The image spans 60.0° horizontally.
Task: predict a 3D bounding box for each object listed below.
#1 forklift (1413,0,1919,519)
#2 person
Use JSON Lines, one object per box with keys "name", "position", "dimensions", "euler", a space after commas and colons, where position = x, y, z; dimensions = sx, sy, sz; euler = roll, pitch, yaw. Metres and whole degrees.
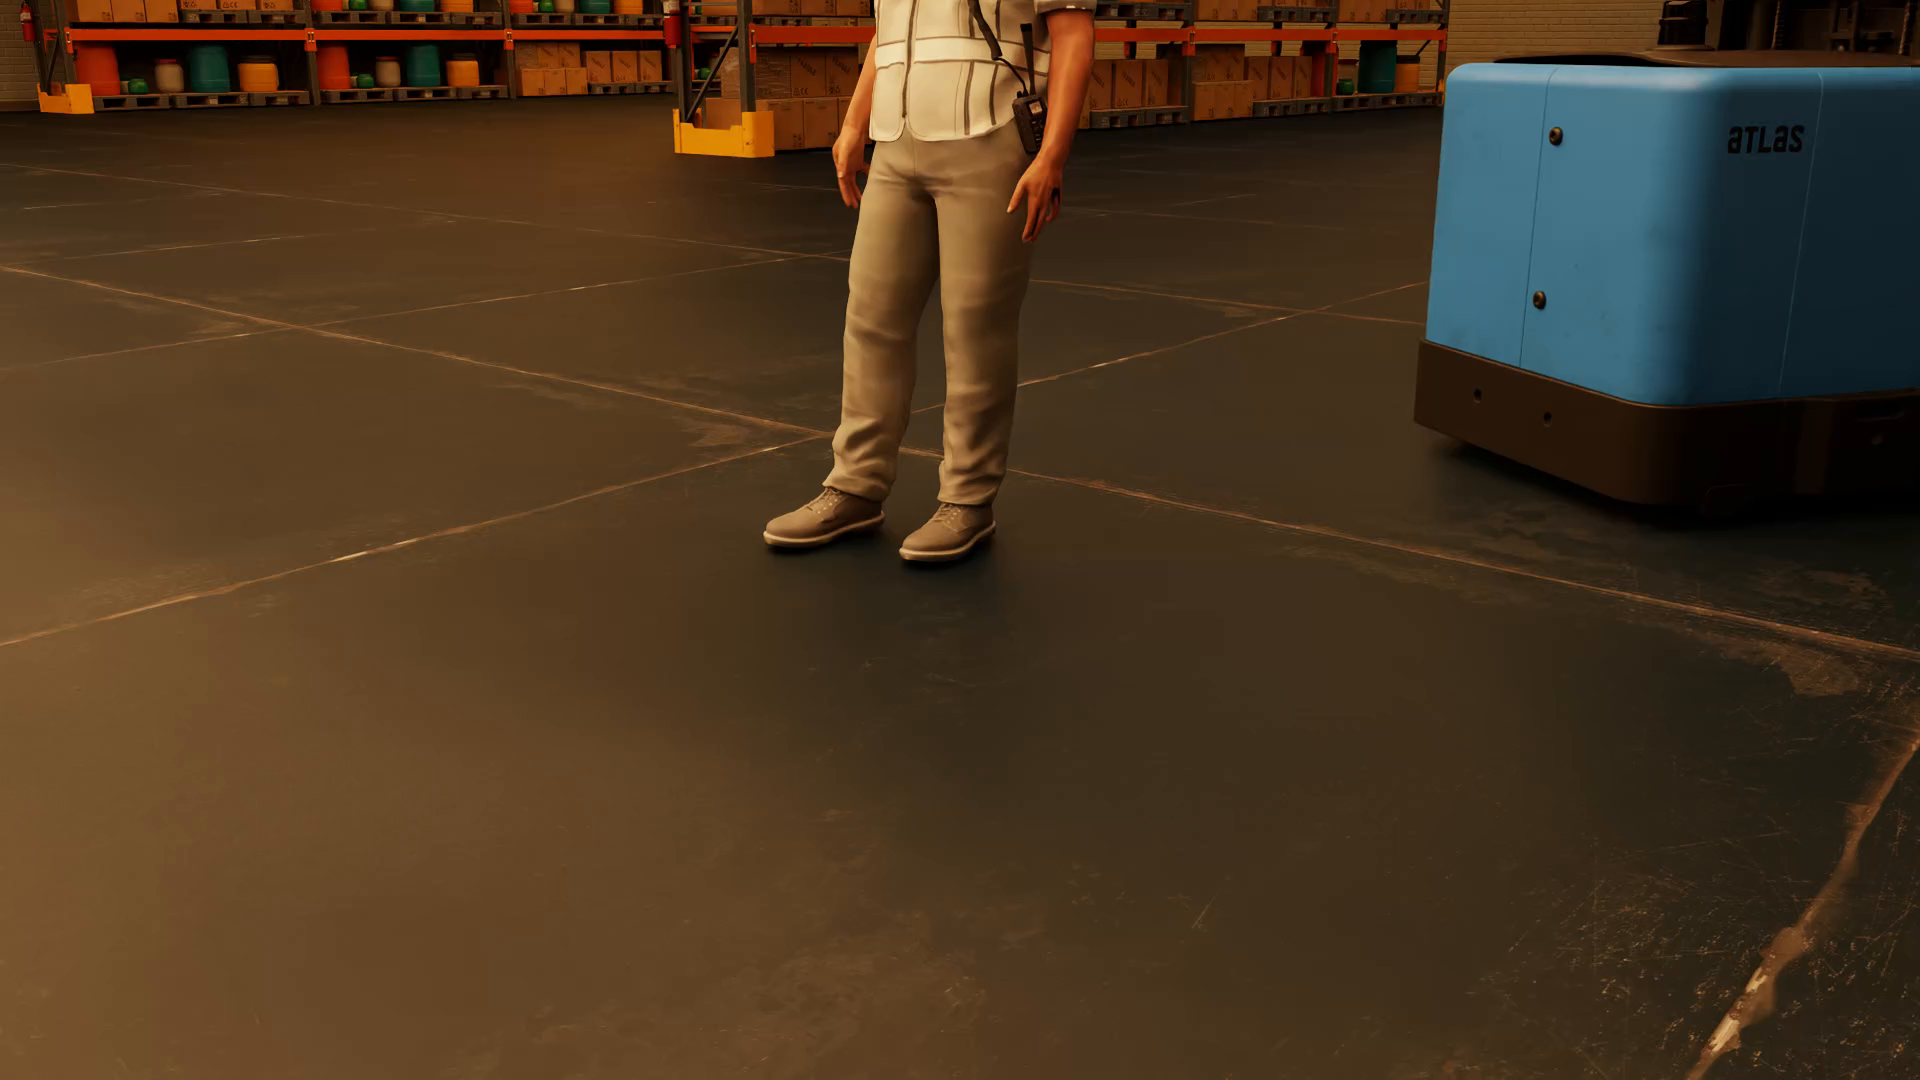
{"name": "forklift", "position": [2.893, -1.685, 4.447], "dimensions": [3.031, 2.935, 1.130], "euler": [-5, 18, -17]}
{"name": "person", "position": [-0.059, -0.845, 3.630], "dimensions": [0.641, 1.780, 0.574], "euler": [13, 21, 37]}
